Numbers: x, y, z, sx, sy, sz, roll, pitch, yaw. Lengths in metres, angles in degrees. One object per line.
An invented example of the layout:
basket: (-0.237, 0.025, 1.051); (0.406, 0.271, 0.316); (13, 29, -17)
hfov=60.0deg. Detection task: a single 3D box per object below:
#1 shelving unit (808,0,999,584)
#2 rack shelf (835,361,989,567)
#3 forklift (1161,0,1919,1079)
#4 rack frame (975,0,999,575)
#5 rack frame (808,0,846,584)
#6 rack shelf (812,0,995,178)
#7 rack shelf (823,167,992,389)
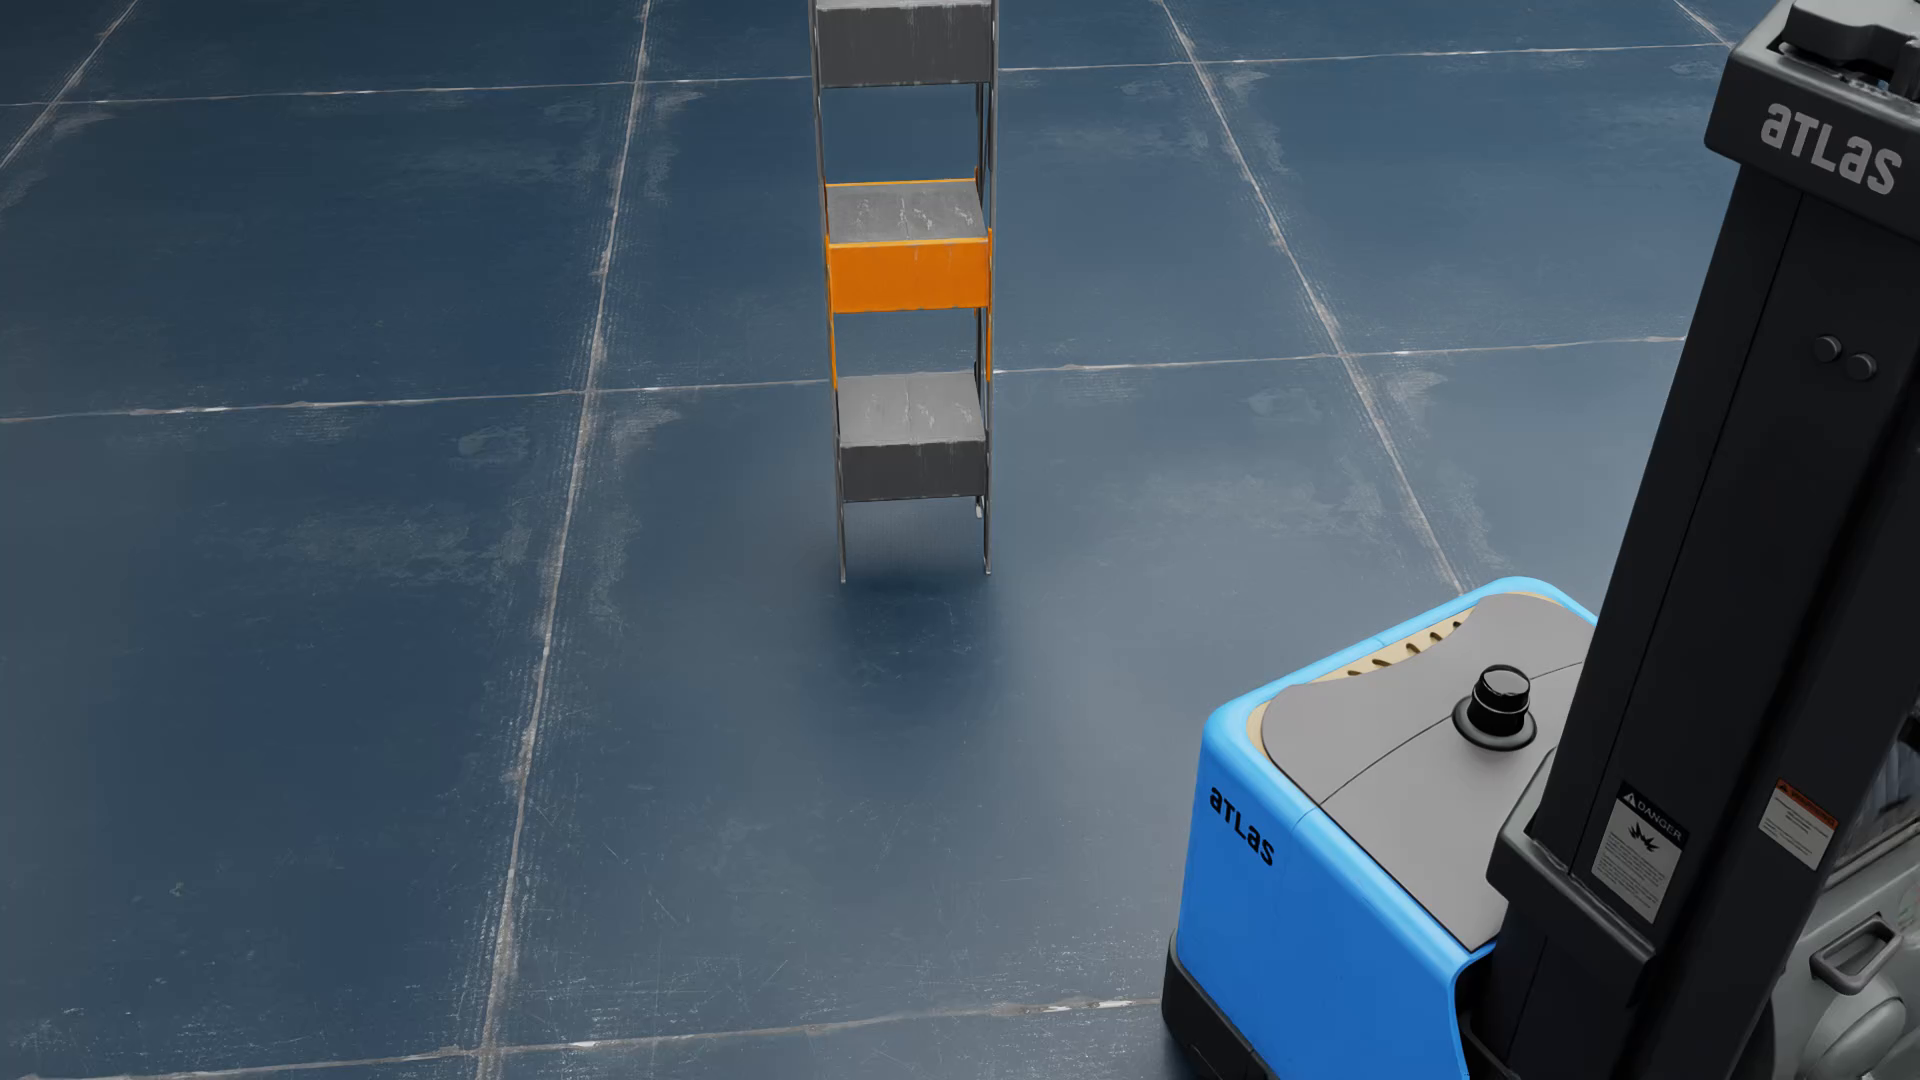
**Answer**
shelving unit: (-0.165, -0.815, 5.088); (0.503, 2.100, 0.431); (-3, 38, -4)
rack shelf: (-0.165, -0.255, 5.530); (0.480, 0.518, 0.431); (-3, 38, -4)
forklift: (1.694, 0.691, 2.508); (1.130, 2.935, 3.031); (-20, 43, -24)
rack frame: (0.078, -0.829, 5.105); (0.015, 2.100, 0.400); (-3, 38, -4)
rack frame: (-0.408, -0.802, 5.071); (0.015, 2.100, 0.400); (-3, 38, -4)
rack shelf: (-0.165, -1.354, 4.663); (0.480, 0.518, 0.431); (-3, 38, -4)
rack shelf: (-0.165, -0.805, 5.097); (0.480, 0.518, 0.431); (-3, 38, -4)
